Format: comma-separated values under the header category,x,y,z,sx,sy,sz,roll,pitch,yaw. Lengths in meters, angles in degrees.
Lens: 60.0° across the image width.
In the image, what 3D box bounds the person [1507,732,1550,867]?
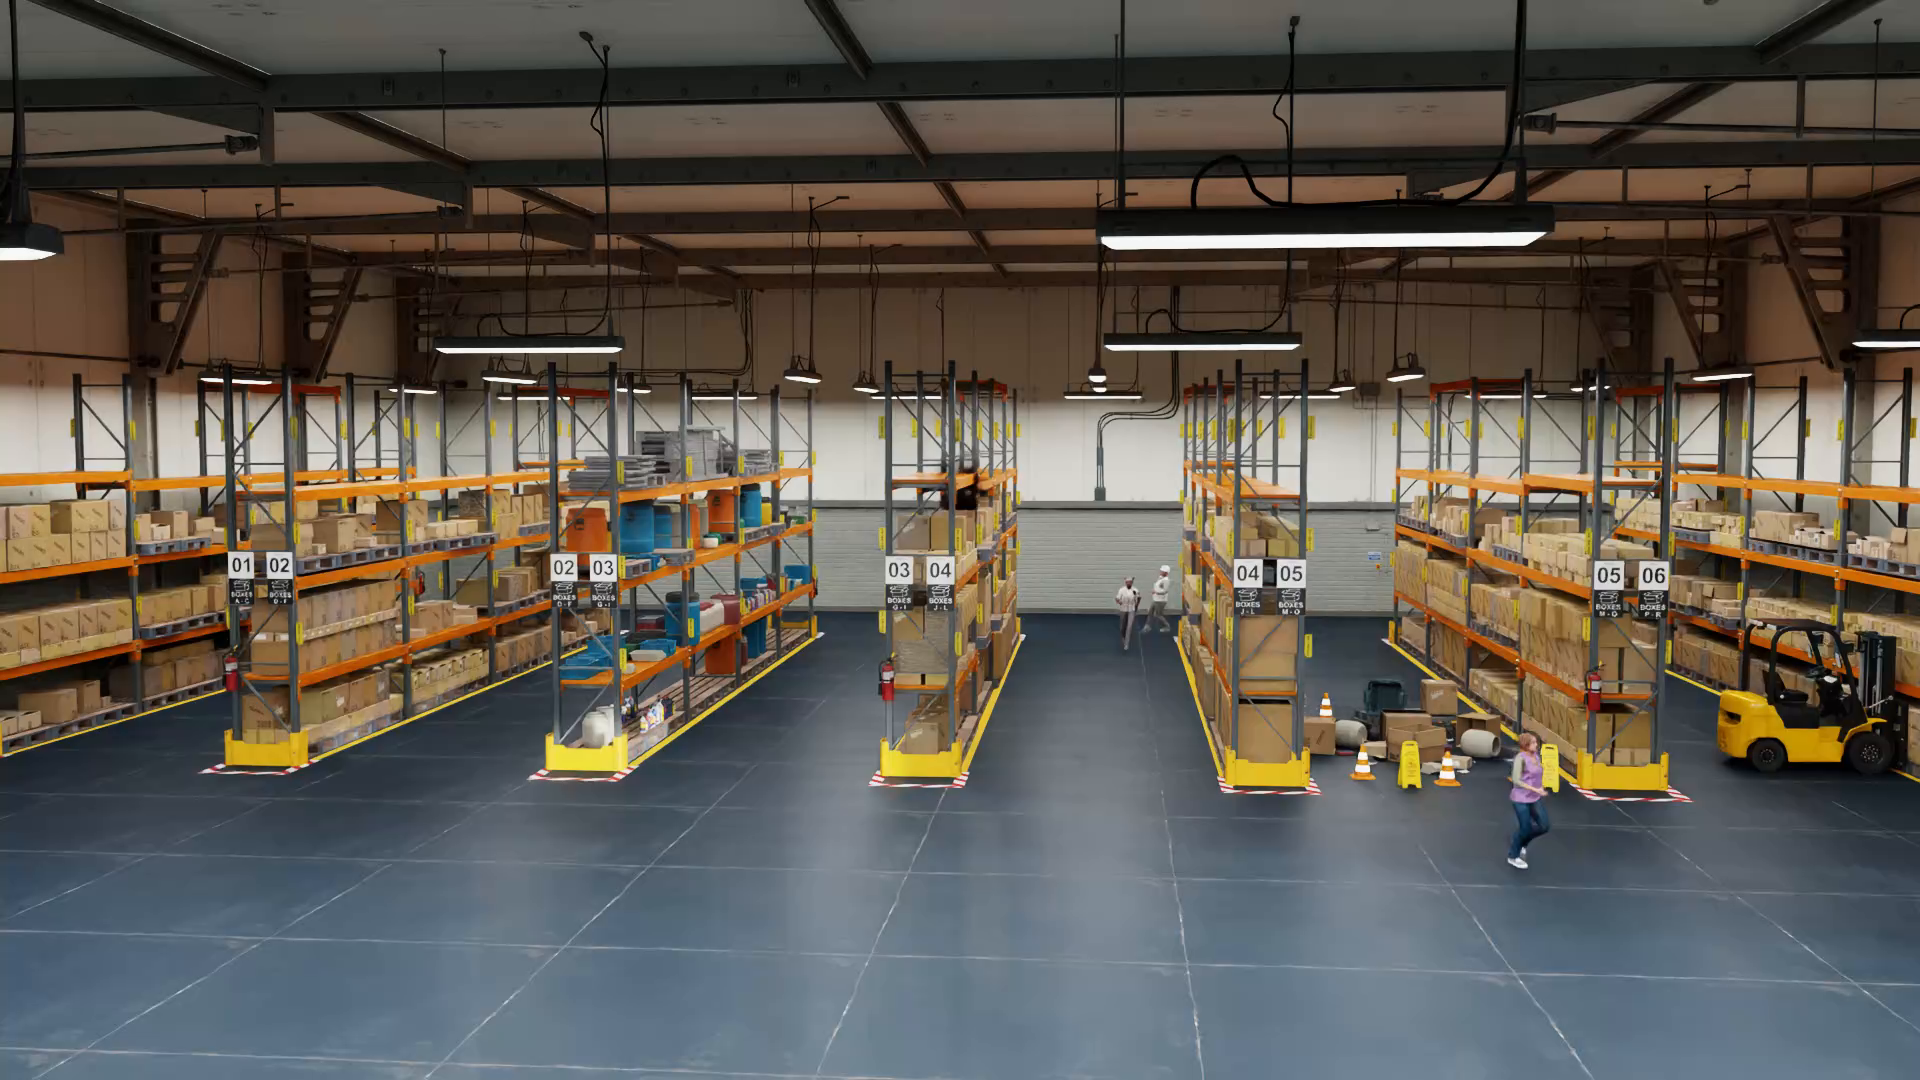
category,x,y,z,sx,sy,sz,roll,pitch,yaw
person,6.510,2.968,18.952,0.564,1.561,0.558,-3,5,-36

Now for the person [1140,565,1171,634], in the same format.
category,x,y,z,sx,sy,sz,roll,pitch,yaw
person,4.821,1.477,40.745,0.735,1.728,0.791,0,4,-2

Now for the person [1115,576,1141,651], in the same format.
category,x,y,z,sx,sy,sz,roll,pitch,yaw
person,3.856,1.650,38.124,0.587,1.697,0.928,0,4,6
